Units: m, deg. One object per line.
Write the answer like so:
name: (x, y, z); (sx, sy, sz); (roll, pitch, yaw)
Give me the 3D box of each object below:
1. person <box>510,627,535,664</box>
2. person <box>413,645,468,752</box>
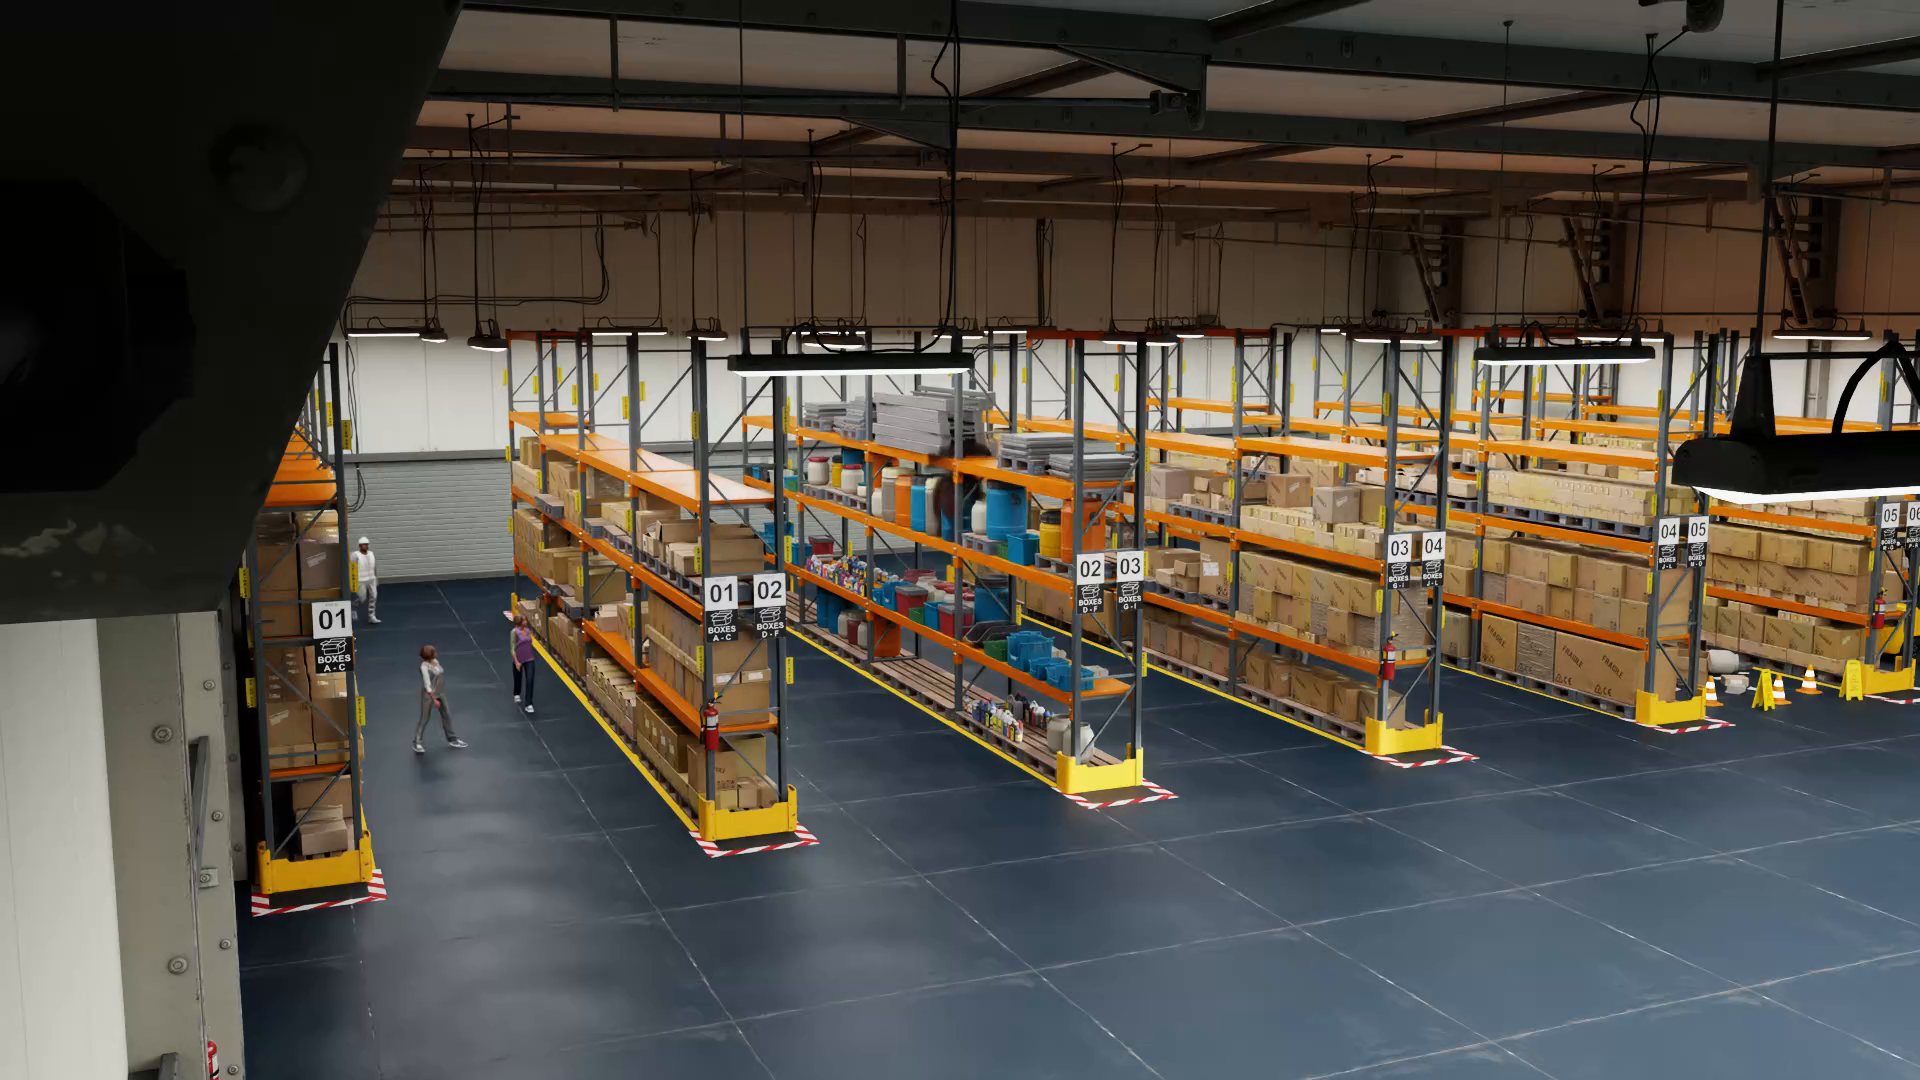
person: (-7.015, 1.674, 26.602); (0.397, 0.570, 0.356); (-3, 8, -23)
person: (-7.599, 2.272, 24.128); (0.617, 1.580, 0.604); (3, 8, 19)
